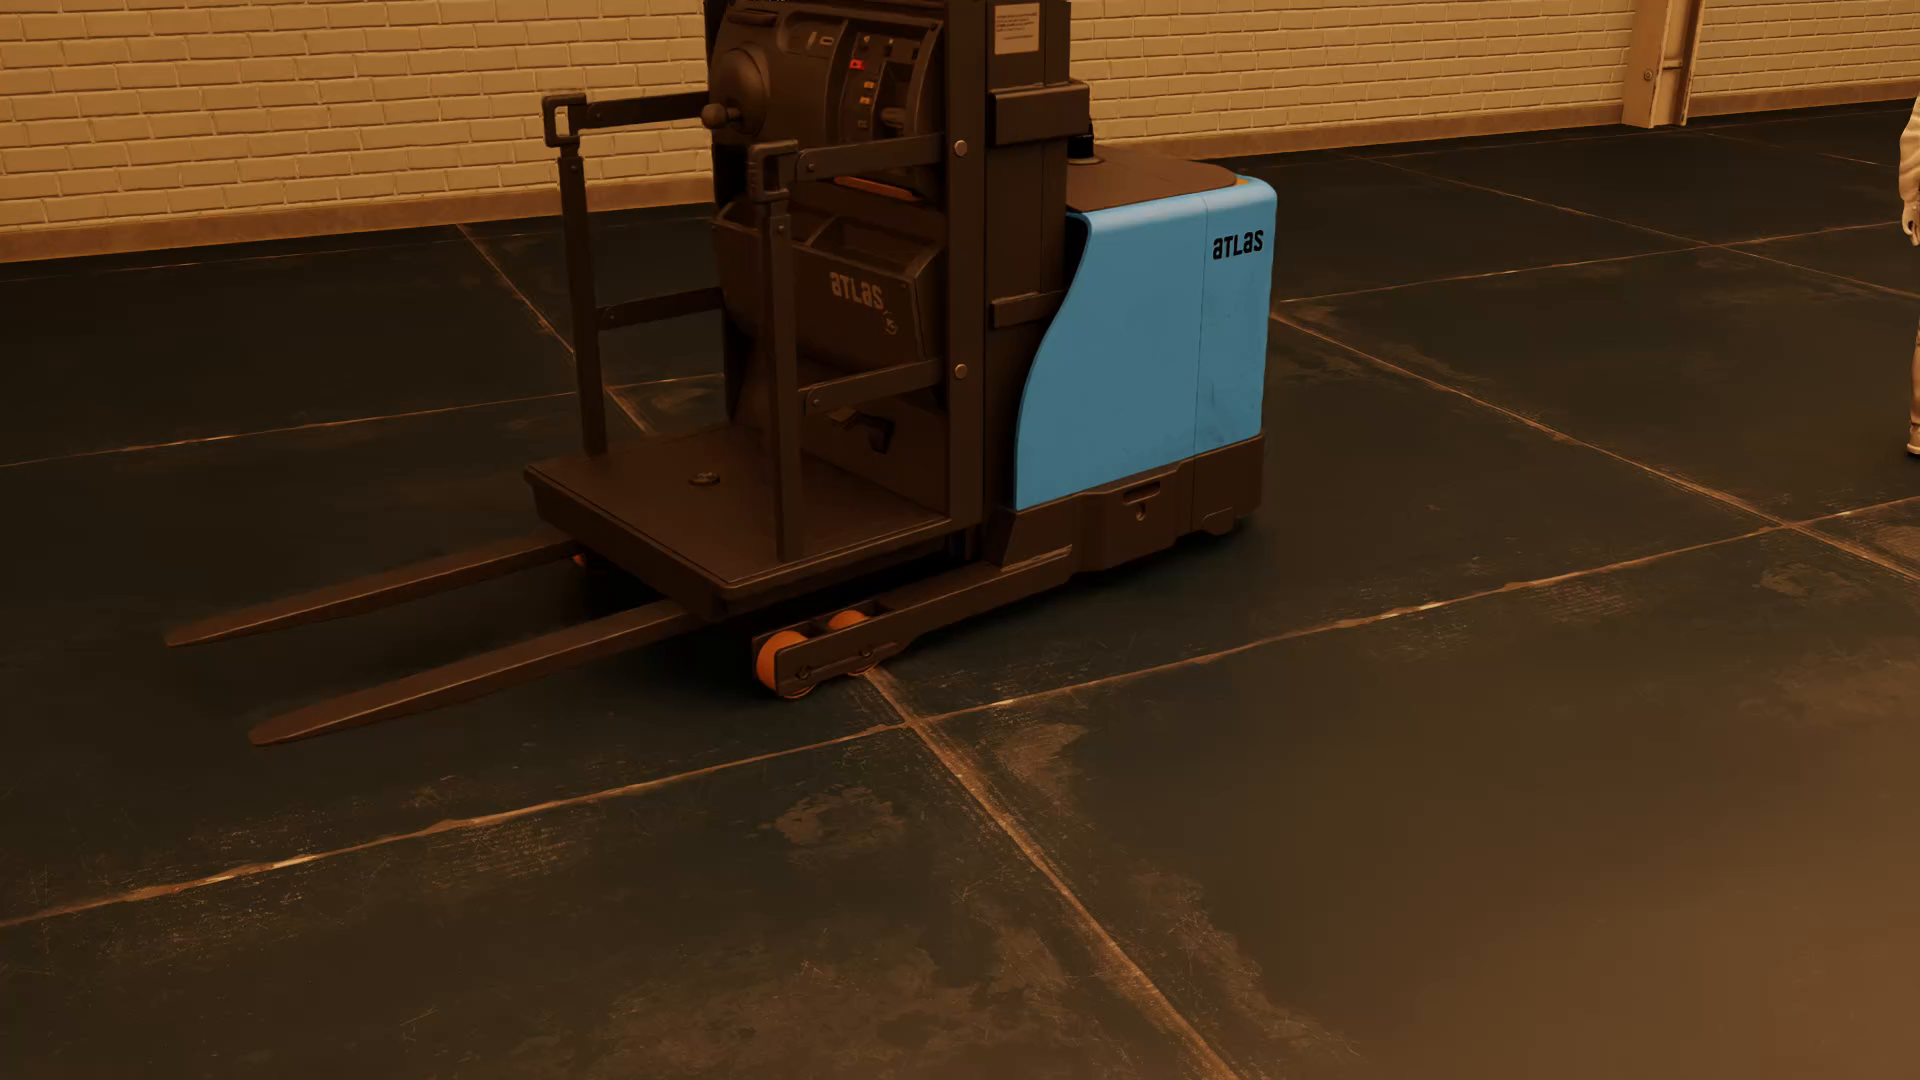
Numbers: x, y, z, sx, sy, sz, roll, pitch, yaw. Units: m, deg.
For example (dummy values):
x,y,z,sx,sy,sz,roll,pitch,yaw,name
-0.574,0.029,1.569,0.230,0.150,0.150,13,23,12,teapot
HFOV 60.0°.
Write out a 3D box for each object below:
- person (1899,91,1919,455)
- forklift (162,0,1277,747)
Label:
x,y,z,sx,sy,sz,roll,pitch,yaw,name
3.427,-1.095,5.516,0.533,1.697,0.588,-15,27,-31,person
-0.523,-1.185,4.138,3.031,2.935,1.130,-18,28,-36,forklift
